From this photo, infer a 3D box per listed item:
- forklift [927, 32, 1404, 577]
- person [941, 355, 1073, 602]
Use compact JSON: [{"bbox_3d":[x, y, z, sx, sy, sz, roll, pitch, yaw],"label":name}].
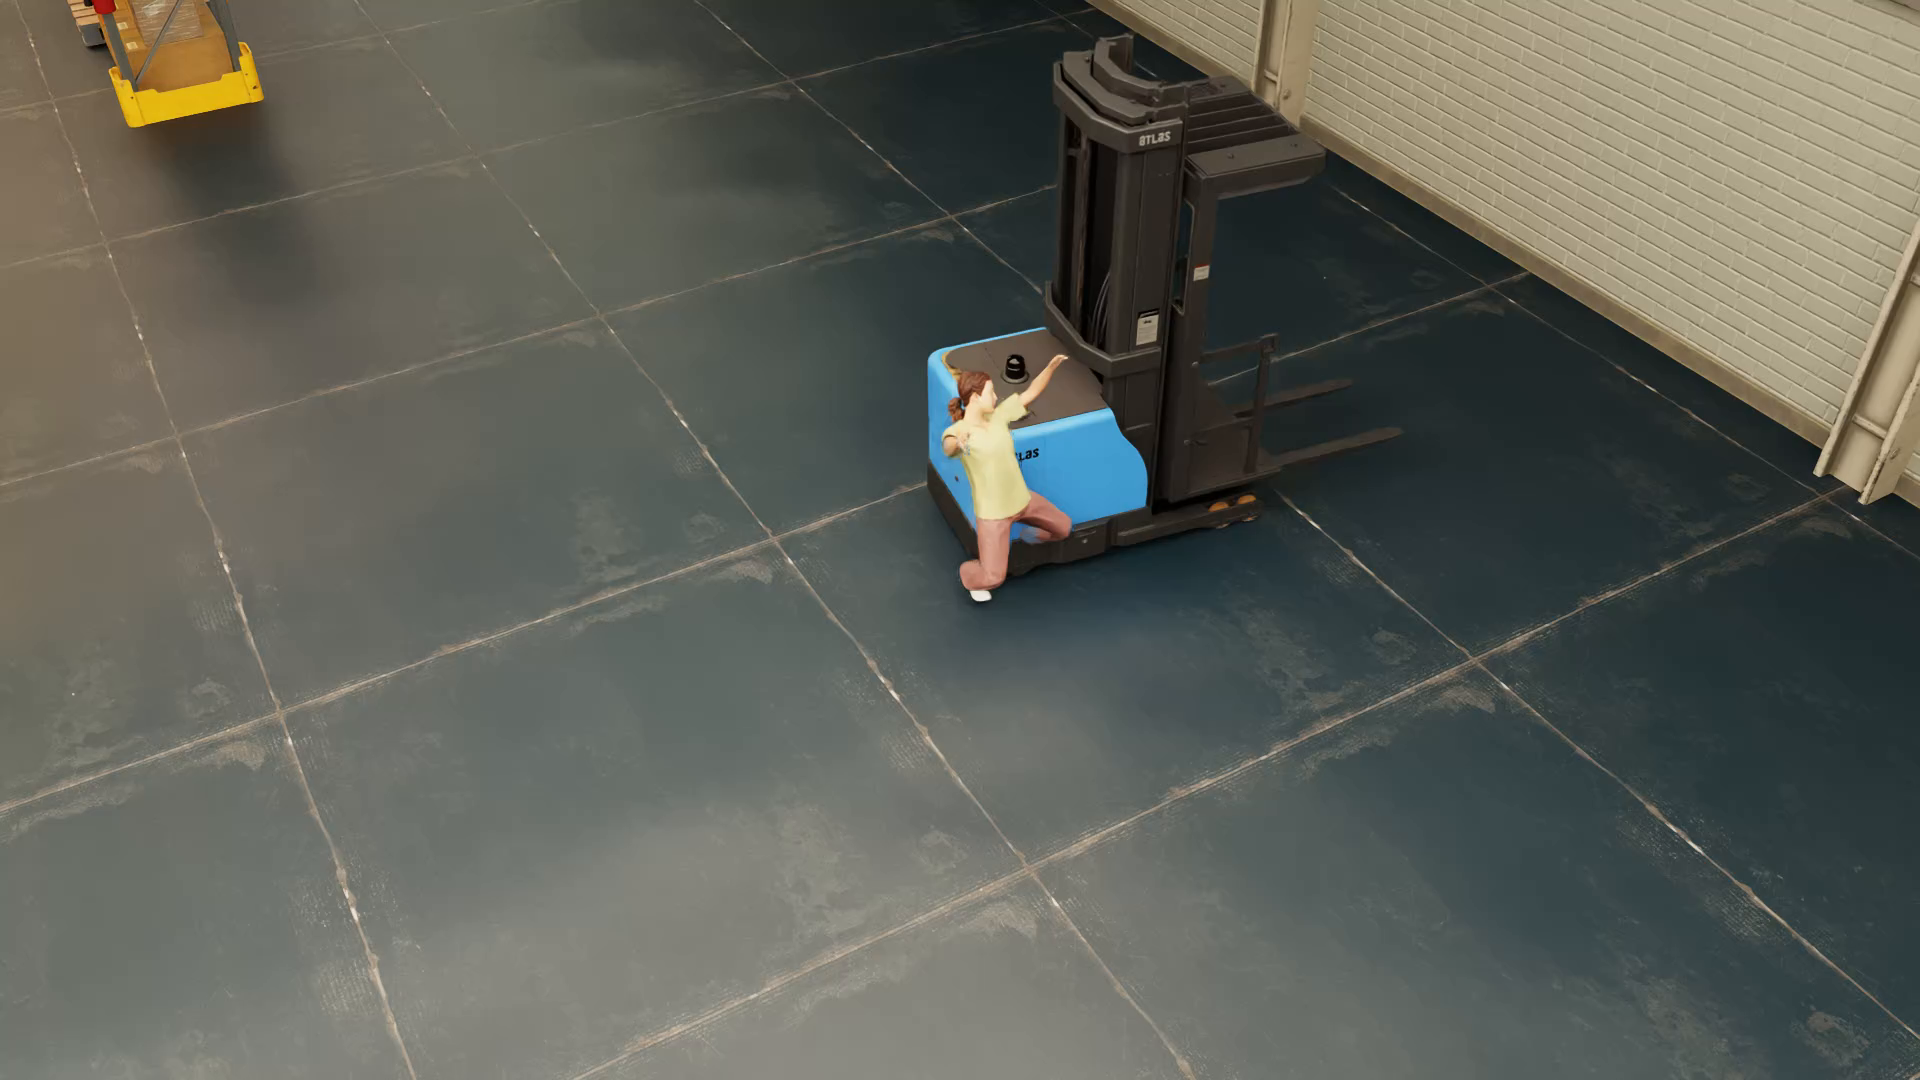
[{"bbox_3d":[1.362,-1.502,9.846,3.031,2.935,1.130,-14,42,-16],"label":"forklift"},{"bbox_3d":[0.166,-0.309,9.475,0.900,1.546,0.692,-32,49,-32],"label":"person"}]
